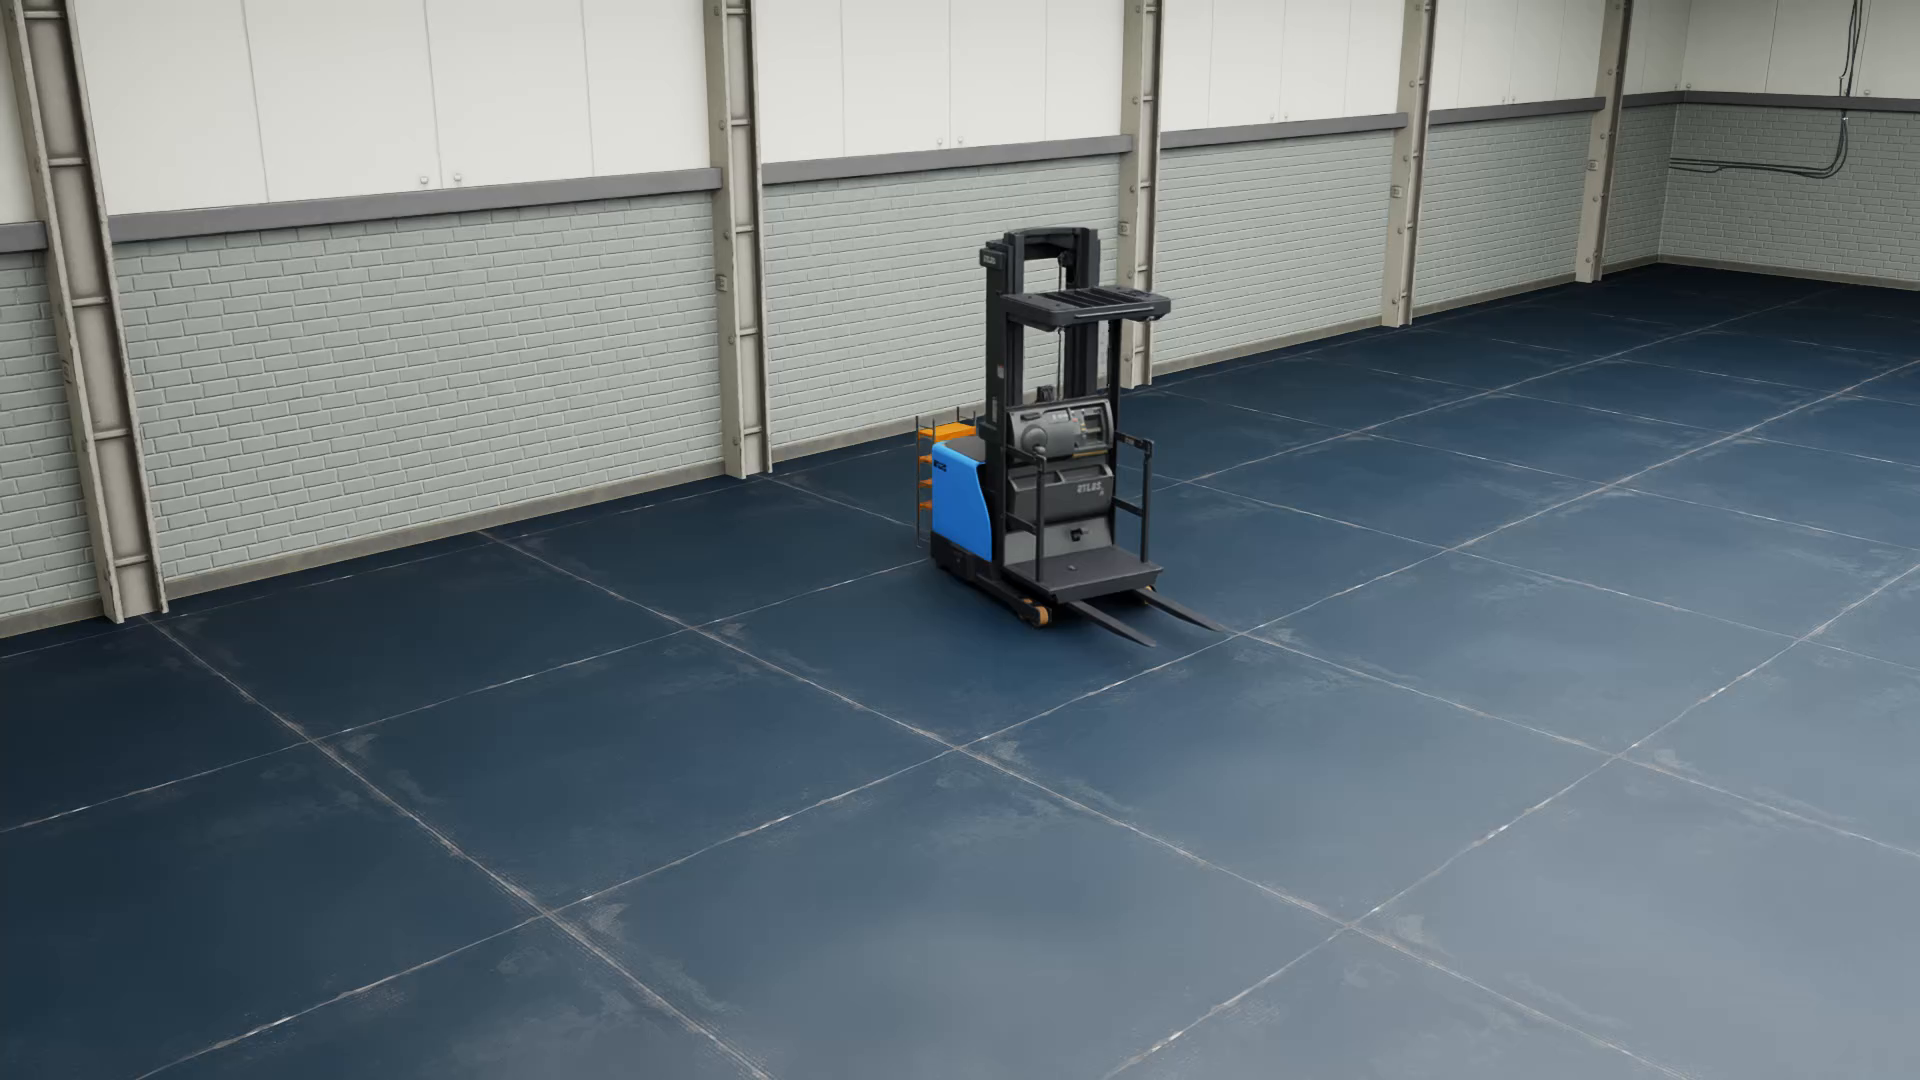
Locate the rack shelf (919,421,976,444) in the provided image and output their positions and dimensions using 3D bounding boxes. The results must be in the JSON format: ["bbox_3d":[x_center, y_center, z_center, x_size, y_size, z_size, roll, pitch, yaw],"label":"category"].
[{"bbox_3d":[-0.120,-0.909,14.570,0.480,0.148,0.258,-16,24,-41],"label":"rack shelf"}]

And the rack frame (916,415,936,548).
[{"bbox_3d":[-0.298,-0.484,14.532,0.015,1.200,0.240,-16,24,-41],"label":"rack frame"}]

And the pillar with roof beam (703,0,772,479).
[{"bbox_3d":[0.778,-4.010,12.763,0.400,9.000,9.100,-16,24,-41],"label":"pillar with roof beam"}]

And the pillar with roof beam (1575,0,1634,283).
[{"bbox_3d":[13.857,-7.824,24.527,0.400,9.000,9.100,-16,24,-41],"label":"pillar with roof beam"}]

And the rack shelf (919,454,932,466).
[{"bbox_3d":[-0.120,-0.684,14.643,0.480,0.148,0.258,-16,24,-41],"label":"rack shelf"}]

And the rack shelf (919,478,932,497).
[{"bbox_3d":[-0.120,-0.472,14.712,0.480,0.148,0.258,-16,24,-41],"label":"rack shelf"}]

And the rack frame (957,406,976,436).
[{"bbox_3d":[0.057,-0.587,14.851,0.015,1.200,0.240,-16,24,-41],"label":"rack frame"}]

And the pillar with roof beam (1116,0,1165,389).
[{"bbox_3d":[5.137,-5.282,16.684,0.400,9.000,9.100,-16,24,-41],"label":"pillar with roof beam"}]

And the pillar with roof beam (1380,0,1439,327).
[{"bbox_3d":[9.497,-6.553,20.606,0.400,9.000,9.100,-16,24,-41],"label":"pillar with roof beam"}]

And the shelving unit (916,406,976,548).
[{"bbox_3d":[-0.120,-0.536,14.691,0.503,1.200,0.258,-16,24,-41],"label":"shelving unit"}]

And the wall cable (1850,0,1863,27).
[{"bbox_3d":[15.807,-9.436,26.344,0.112,2.526,3.097,-16,24,-41],"label":"wall cable"}]

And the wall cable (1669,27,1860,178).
[{"bbox_3d":[13.948,-7.640,28.993,0.112,2.526,3.097,-16,24,-41],"label":"wall cable"}]

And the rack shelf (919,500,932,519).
[{"bbox_3d":[-0.120,-0.283,14.773,0.480,0.148,0.258,-16,24,-41],"label":"rack shelf"}]

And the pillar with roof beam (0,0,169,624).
[{"bbox_3d":[-3.582,-2.739,8.842,0.400,9.000,9.100,-16,24,-41],"label":"pillar with roof beam"}]

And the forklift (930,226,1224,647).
[{"bbox_3d":[0.910,-0.878,12.940,1.130,2.935,3.031,-10,20,-28],"label":"forklift"}]
